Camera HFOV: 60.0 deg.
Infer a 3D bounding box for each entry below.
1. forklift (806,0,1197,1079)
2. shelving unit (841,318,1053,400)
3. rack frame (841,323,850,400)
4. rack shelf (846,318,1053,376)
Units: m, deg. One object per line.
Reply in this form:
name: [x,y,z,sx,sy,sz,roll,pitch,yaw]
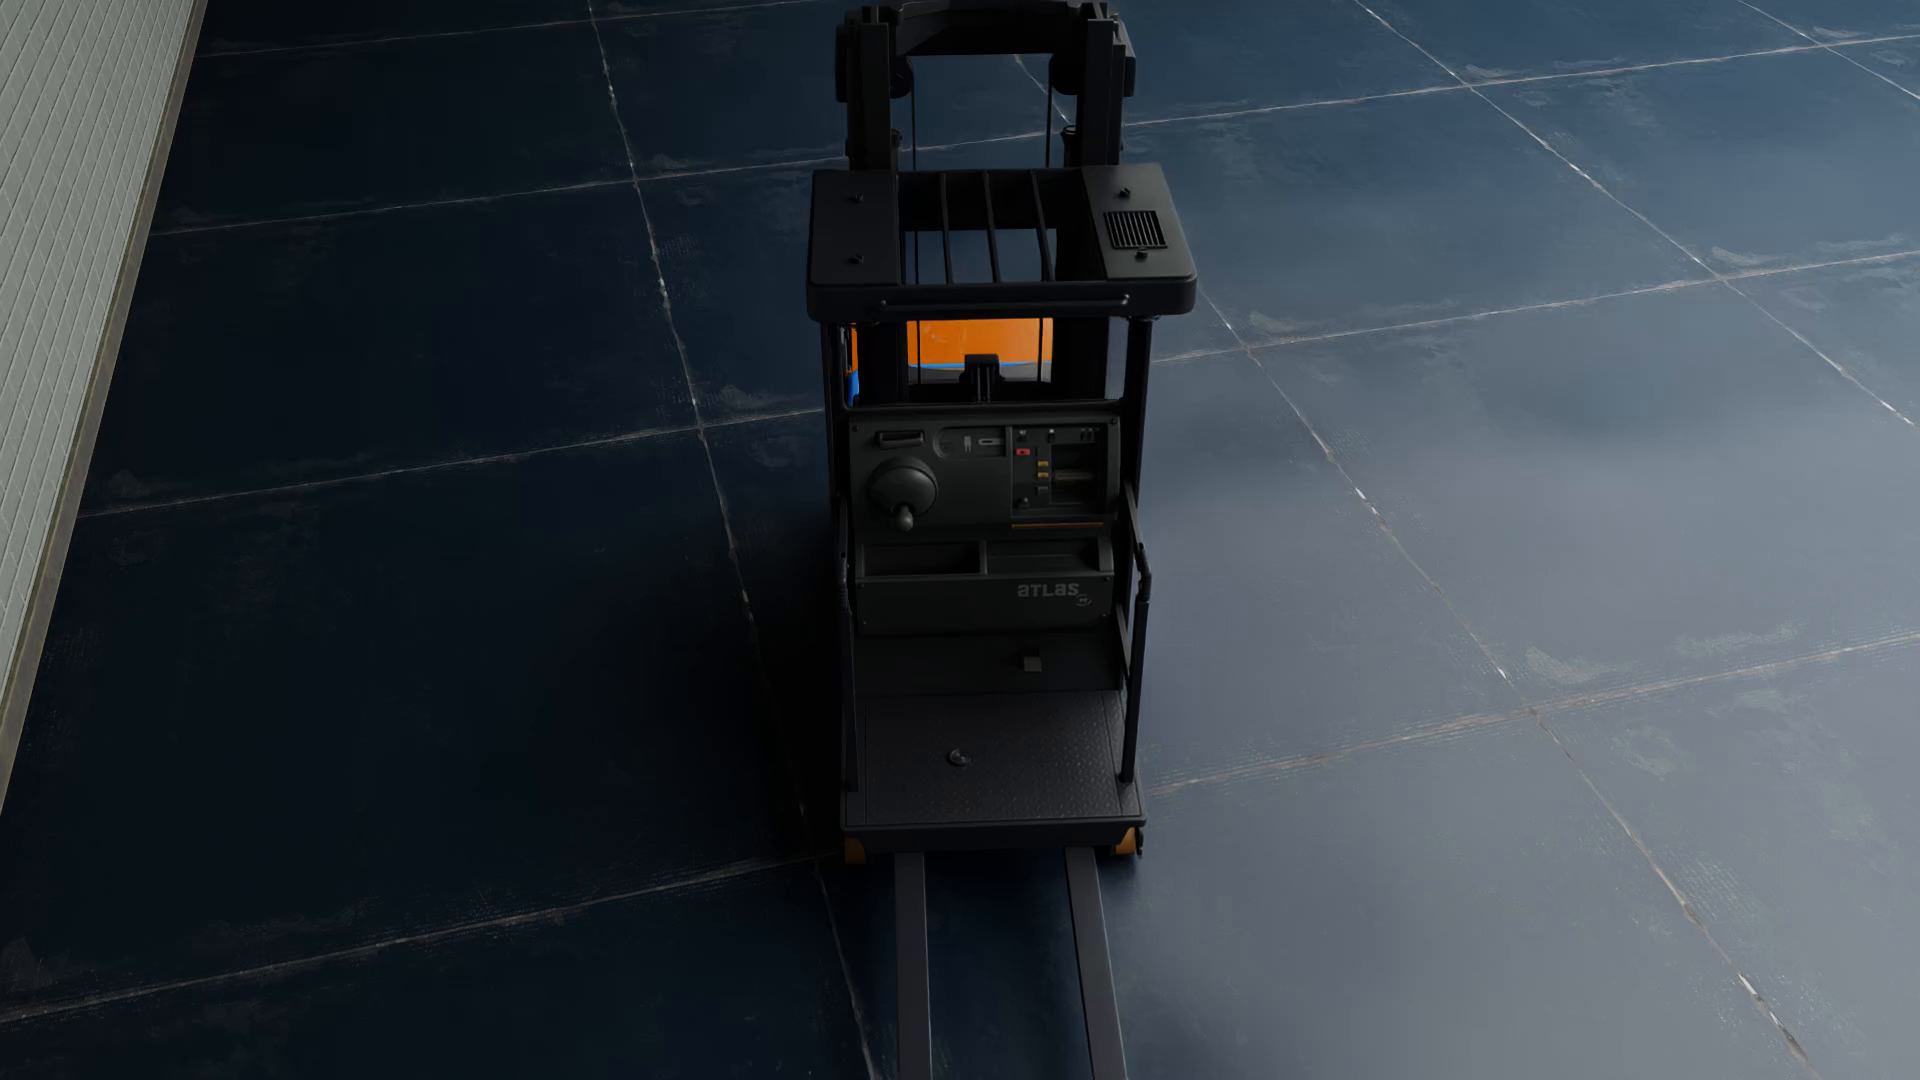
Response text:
forklift: [0.098,-0.165,5.553,1.130,2.935,3.031,-2,37,-2]
shelving unit: [0.001,-0.549,7.542,1.048,1.125,0.538,-2,37,-3]
rack frame: [-0.506,-0.530,7.517,0.032,1.125,0.500,-2,37,-3]
rack shelf: [0.001,-0.781,7.364,1.000,0.278,0.538,-2,37,-3]
